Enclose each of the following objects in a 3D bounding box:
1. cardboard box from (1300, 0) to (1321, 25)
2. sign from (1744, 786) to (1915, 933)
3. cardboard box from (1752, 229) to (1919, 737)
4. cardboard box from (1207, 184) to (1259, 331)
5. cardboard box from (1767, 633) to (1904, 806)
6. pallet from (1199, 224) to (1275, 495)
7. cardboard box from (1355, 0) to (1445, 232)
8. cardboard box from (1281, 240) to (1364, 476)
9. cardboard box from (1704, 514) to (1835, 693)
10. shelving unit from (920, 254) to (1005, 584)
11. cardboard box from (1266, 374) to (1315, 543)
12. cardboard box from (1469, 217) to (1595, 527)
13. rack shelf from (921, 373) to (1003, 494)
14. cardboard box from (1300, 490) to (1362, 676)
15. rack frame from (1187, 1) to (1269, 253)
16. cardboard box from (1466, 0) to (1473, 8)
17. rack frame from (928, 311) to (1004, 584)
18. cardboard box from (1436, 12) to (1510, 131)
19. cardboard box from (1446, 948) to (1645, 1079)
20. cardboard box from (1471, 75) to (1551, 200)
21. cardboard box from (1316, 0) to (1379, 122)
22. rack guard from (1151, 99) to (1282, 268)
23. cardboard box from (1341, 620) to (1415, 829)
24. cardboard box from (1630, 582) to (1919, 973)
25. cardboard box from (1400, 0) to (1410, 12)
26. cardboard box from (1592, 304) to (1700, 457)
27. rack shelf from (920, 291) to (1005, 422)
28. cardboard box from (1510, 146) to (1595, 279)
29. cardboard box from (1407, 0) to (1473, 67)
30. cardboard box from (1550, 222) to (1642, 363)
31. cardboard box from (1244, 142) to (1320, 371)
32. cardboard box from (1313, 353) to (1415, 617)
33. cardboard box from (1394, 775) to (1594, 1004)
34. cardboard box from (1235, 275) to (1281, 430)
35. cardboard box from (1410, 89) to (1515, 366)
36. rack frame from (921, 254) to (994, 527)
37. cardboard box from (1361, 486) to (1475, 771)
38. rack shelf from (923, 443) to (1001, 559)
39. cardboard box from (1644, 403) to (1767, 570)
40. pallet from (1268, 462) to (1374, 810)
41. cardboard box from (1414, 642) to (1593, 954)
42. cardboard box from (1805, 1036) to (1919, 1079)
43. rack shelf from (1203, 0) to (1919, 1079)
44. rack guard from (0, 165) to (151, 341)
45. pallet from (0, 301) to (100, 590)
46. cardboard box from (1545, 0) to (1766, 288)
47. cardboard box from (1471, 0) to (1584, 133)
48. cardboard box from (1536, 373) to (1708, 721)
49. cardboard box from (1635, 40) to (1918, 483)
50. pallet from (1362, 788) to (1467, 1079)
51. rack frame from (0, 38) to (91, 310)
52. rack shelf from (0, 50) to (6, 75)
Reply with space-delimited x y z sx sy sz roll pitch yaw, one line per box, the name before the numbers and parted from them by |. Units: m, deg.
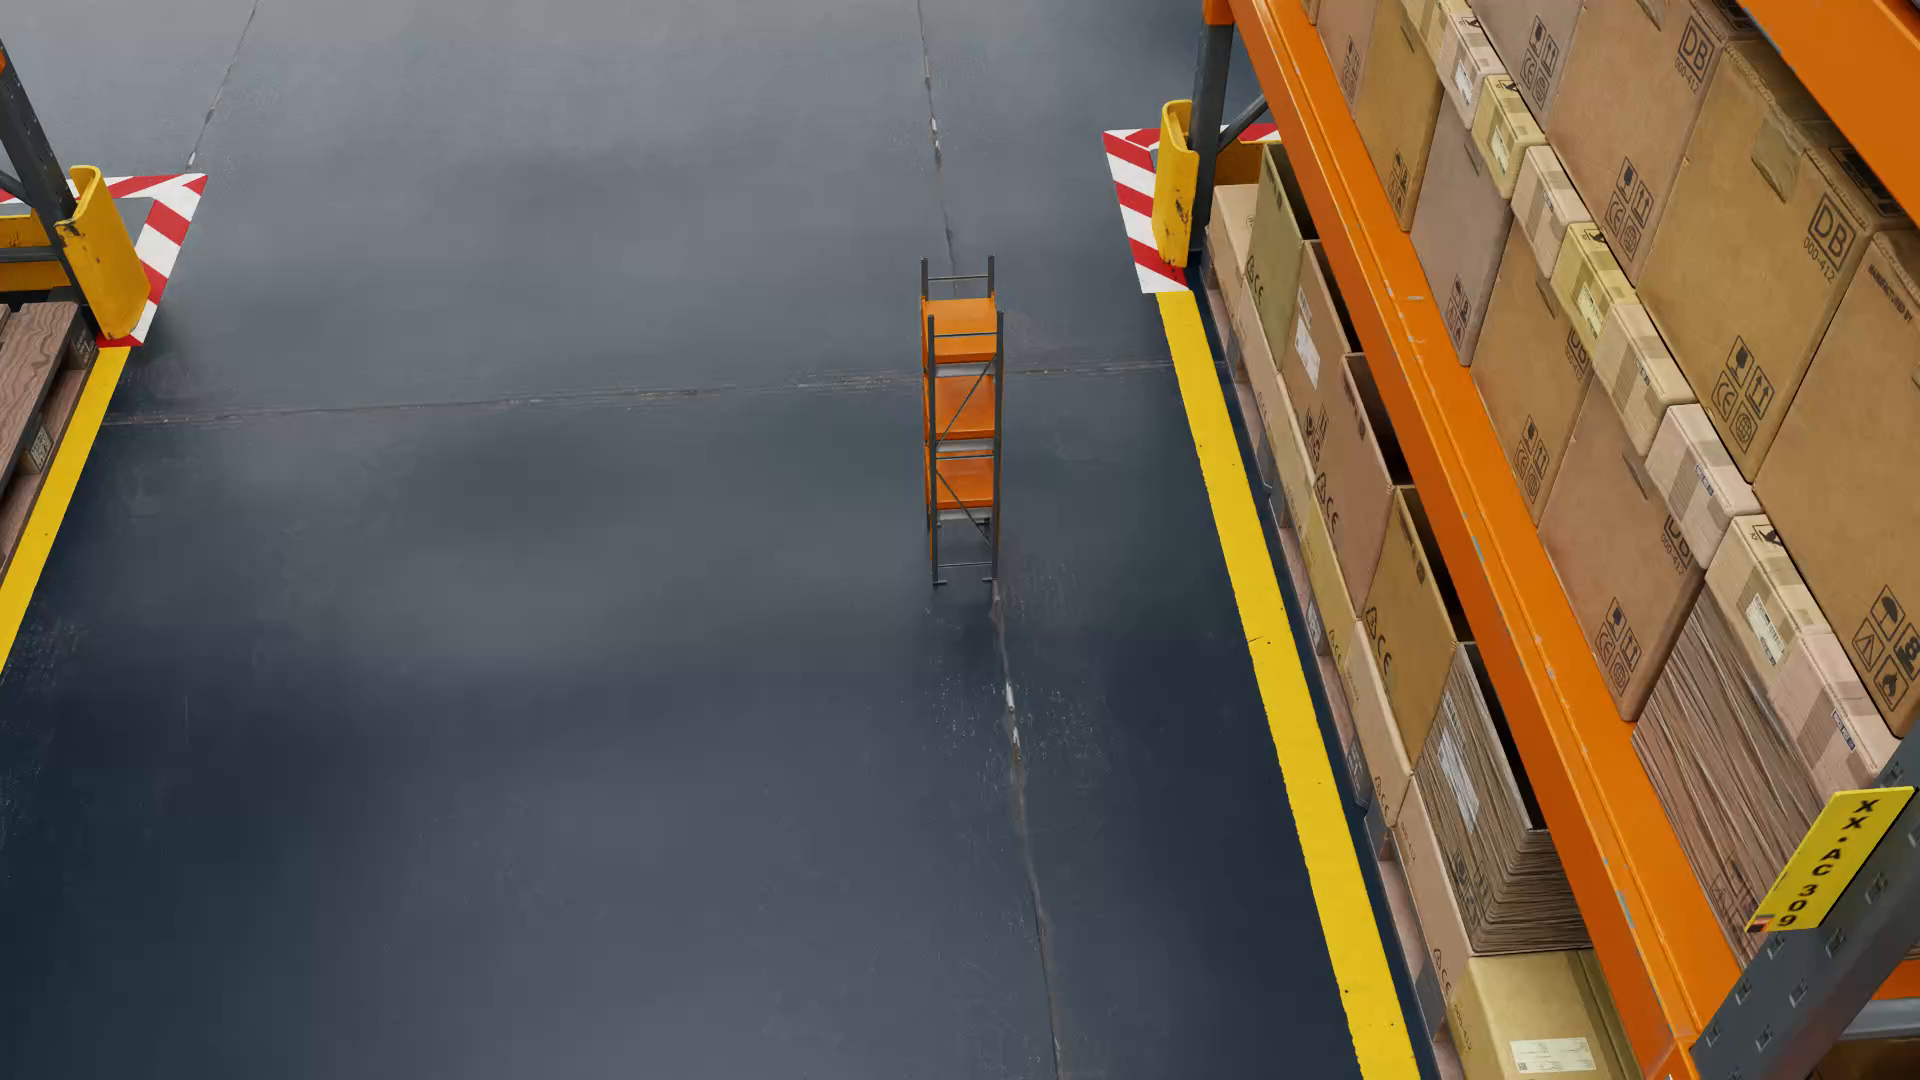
cardboard box | 1.357 -1.884 4.899 0.700 0.500 0.500 -3 47 -3
sign | 1.113 0.416 2.139 0.100 0.325 0.005 -3 47 -3
cardboard box | 1.622 -0.095 2.312 0.700 0.500 0.500 -3 47 -3
cardboard box | 1.154 -0.985 5.722 0.500 0.250 0.500 -3 47 -3
cardboard box | 1.430 0.265 2.417 0.380 0.149 0.250 -4 47 -3
pallet | 1.437 -0.678 5.747 1.003 0.211 1.213 -3 47 -3
cardboard box | 1.442 -1.144 4.199 0.700 0.500 0.500 -3 47 -3
cardboard box | 1.253 -0.520 4.765 0.500 0.500 0.500 -3 47 -3
cardboard box | 1.411 0.086 2.587 0.380 0.149 0.250 -4 47 -4
shelving unit | 0.004 -0.322 4.832 0.215 1.050 0.252 -3 47 -3
cardboard box | 1.241 -0.262 5.037 0.500 0.250 0.500 -3 47 -3
cardboard box | 1.534 -0.393 3.488 0.700 0.500 0.500 -3 47 -3
rack shelf | 0.004 -0.315 4.840 0.215 0.259 0.240 -3 47 -3
cardboard box | 1.278 0.100 4.694 0.500 0.250 0.500 -3 47 -3
rack frame | 1.331 -2.188 5.256 1.000 3.000 0.127 -3 47 -3
cardboard box | 1.454 -1.547 3.686 0.700 0.500 0.500 -3 47 -3
rack frame | 0.015 -0.234 4.749 0.200 1.050 0.008 -3 47 -3
cardboard box | 1.277 -1.036 3.650 0.380 0.149 0.250 -3 47 -3
cardboard box | 1.409 1.185 3.666 0.500 0.250 0.500 -3 47 -3
cardboard box | 1.300 -0.846 3.469 0.380 0.149 0.250 -2 47 -2
cardboard box | 1.406 -1.504 4.540 0.700 0.500 0.500 -2 47 -2
rack guard | 1.329 -1.346 6.180 1.175 0.500 0.348 -3 47 -3
cardboard box | 1.321 0.462 4.351 0.500 0.250 0.500 -3 47 -3
cardboard box | 1.622 0.351 2.783 0.700 0.500 0.500 -5 47 -4
cardboard box | 1.237 -1.401 3.996 0.380 0.149 0.250 -5 47 -5
cardboard box | 1.363 -0.293 2.946 0.380 0.149 0.250 -4 47 -3
rack shelf | 0.004 -0.510 4.634 0.215 0.259 0.240 -3 47 -3
cardboard box | 1.325 -0.654 3.287 0.380 0.149 0.250 -2 47 -2
cardboard box | 1.259 -1.217 3.821 0.380 0.149 0.250 -4 47 -4
cardboard box | 1.346 -0.471 3.115 0.380 0.149 0.250 -4 47 -3
cardboard box | 1.198 -0.881 5.107 0.500 0.500 0.500 -3 47 -3
cardboard box | 1.277 -0.158 4.421 0.500 0.500 0.500 -3 47 -3
cardboard box | 1.377 0.823 4.009 0.500 0.250 0.500 -3 47 -3
cardboard box | 1.200 -0.624 5.379 0.500 0.250 0.500 -3 47 -3
cardboard box | 1.490 -0.764 3.838 0.700 0.500 0.500 -2 47 -2
rack frame | -0.006 -0.411 4.916 0.200 1.050 0.008 -3 47 -3
cardboard box | 1.333 0.203 4.080 0.500 0.500 0.500 -3 47 -3
rack shelf | 0.004 -0.124 5.042 0.215 0.259 0.240 -3 47 -3
cardboard box | 1.386 -0.103 2.766 0.380 0.149 0.250 -5 47 -4
pallet | 1.536 0.202 4.913 1.003 0.211 1.213 -3 47 -3
cardboard box | 1.379 0.565 3.737 0.500 0.500 0.500 -3 47 -3
cardboard box | 1.939 0.895 3.425 0.500 0.500 0.500 -3 47 -3
rack shelf | 1.498 -0.493 4.147 1.077 0.370 4.000 -3 47 -3
rack guard | -3.552 -0.978 5.832 1.175 0.500 0.348 -3 47 -3
pallet | -3.489 -0.290 5.380 1.003 0.211 1.213 -3 47 -3
cardboard box | 1.538 -0.823 3.001 0.700 0.500 0.500 -4 47 -3
cardboard box | 1.496 -1.184 3.343 0.700 0.500 0.500 -3 47 -3
cardboard box | 1.572 -0.030 3.144 0.700 0.500 0.500 -4 47 -4
cardboard box | 1.579 -0.460 2.658 0.700 0.500 0.500 -4 47 -3
pallet | 1.641 1.087 4.075 1.003 0.211 1.213 -3 47 -3
rack frame | -3.605 -1.889 4.973 1.000 3.000 0.127 -3 47 -3
rack shelf | -3.438 -0.195 3.864 1.077 0.370 4.000 -3 47 -3
